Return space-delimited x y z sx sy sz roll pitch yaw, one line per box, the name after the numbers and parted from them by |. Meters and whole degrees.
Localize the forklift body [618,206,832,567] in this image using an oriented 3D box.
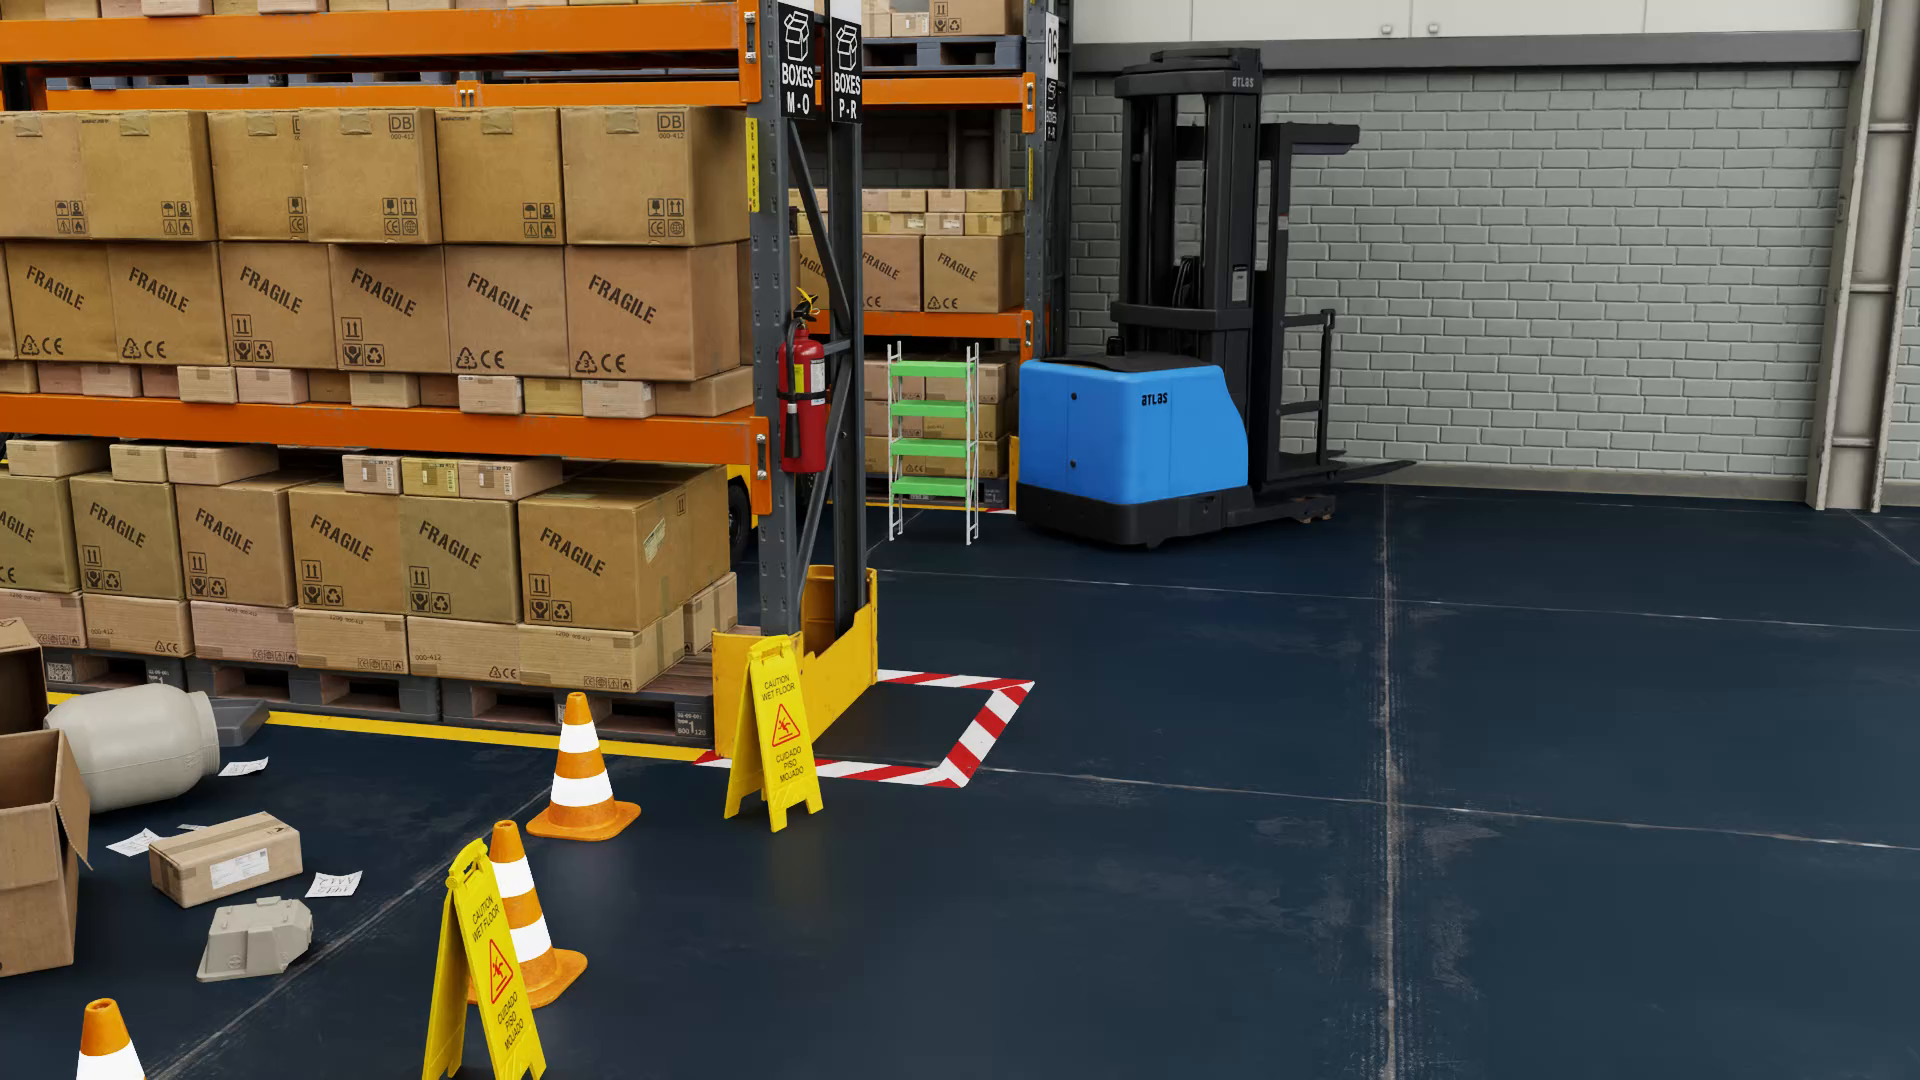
-1.679 -1.076 10.120 1.214 2.155 2.313 3 13 14 | forklift body

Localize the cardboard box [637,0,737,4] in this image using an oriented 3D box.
-1.000 -2.033 6.129 0.250 0.149 0.380 3 13 14 | cardboard box

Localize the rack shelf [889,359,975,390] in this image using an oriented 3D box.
-0.161 -1.001 10.052 0.480 0.148 0.258 3 13 14 | rack shelf

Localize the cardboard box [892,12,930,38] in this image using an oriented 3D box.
-0.278 -3.351 10.865 0.250 0.149 0.380 3 13 12 | cardboard box

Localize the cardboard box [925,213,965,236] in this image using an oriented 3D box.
-0.060 -2.108 11.080 0.250 0.149 0.380 3 13 14 | cardboard box

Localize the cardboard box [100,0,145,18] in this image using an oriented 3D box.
-3.228 -2.161 6.704 0.250 0.149 0.380 3 13 12 | cardboard box

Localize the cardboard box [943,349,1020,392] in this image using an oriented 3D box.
0.178 -1.192 11.749 0.500 0.250 0.500 3 13 13 | cardboard box

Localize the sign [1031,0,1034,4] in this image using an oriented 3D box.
0.456 -3.521 10.390 0.005 0.325 0.100 3 13 14 | sign

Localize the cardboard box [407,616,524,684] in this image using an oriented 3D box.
-1.937 0.391 6.923 0.500 0.250 0.500 3 13 14 | cardboard box

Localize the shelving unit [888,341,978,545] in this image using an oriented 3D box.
-0.161 -0.594 10.142 0.503 1.200 0.258 3 13 14 | shelving unit

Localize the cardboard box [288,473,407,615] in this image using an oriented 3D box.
-2.422 -0.002 6.963 0.500 0.500 0.500 3 13 12 | cardboard box

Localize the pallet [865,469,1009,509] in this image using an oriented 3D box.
-0.153 -0.446 11.755 1.213 0.211 1.003 3 13 14 | pallet

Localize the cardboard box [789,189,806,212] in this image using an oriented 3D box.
-1.062 -2.306 11.288 0.250 0.149 0.380 3 13 15 | cardboard box

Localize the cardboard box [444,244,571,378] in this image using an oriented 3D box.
-1.664 -0.923 6.552 0.500 0.500 0.500 3 13 14 | cardboard box

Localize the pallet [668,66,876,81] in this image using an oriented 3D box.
-1.269 -3.302 11.471 1.213 0.211 1.003 3 13 14 | pallet

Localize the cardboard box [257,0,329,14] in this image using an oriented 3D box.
-2.502 -2.104 6.446 0.250 0.149 0.380 3 13 13 | cardboard box

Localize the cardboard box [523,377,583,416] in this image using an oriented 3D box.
-1.517 -0.591 6.554 0.250 0.149 0.380 3 13 13 | cardboard box

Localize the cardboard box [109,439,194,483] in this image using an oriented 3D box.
-3.355 -0.352 7.046 0.250 0.149 0.380 4 13 16 | cardboard box

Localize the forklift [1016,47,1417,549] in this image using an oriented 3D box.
1.821 -1.614 10.742 3.031 2.935 1.130 -10 16 -37 | forklift

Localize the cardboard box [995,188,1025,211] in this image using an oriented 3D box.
0.324 -2.349 11.481 0.250 0.149 0.380 3 13 12 | cardboard box

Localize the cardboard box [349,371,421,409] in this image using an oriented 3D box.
-2.259 -0.635 6.753 0.250 0.149 0.380 3 13 13 | cardboard box

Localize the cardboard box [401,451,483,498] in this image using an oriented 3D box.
-2.042 -0.283 6.733 0.250 0.149 0.380 3 13 14 | cardboard box

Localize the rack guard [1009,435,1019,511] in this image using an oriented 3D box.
0.623 -0.554 11.579 0.348 0.500 1.175 3 13 14 | rack guard

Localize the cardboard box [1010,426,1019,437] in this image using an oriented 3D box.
0.169 -0.705 11.866 0.500 0.250 0.500 3 13 14 | cardboard box

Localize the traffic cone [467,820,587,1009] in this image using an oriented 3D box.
-1.249 1.006 4.629 0.334 0.463 0.336 3 13 14 | traffic cone

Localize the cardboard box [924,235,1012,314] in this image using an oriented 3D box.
0.059 -1.795 11.169 0.500 0.500 0.500 3 13 12 | cardboard box

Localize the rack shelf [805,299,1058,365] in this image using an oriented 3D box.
-1.342 -1.529 11.859 4.000 0.370 1.077 3 13 14 | rack shelf

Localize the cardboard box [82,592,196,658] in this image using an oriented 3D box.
-3.441 0.310 7.288 0.500 0.250 0.500 4 13 17 | cardboard box

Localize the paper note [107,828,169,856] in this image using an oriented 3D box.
-2.770 1.017 5.606 0.142 0.019 0.148 8 15 33 | paper note

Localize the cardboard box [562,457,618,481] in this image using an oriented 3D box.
-1.835 -0.088 7.353 0.500 0.500 0.500 3 13 11 | cardboard box

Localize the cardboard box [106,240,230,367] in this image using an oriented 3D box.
-3.132 -1.002 6.908 0.500 0.500 0.500 3 13 13 | cardboard box

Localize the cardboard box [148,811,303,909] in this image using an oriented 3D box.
-2.342 1.017 5.308 0.250 0.149 0.380 12 17 43 | cardboard box

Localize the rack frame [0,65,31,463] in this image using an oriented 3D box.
-4.470 -0.940 7.543 0.127 3.000 1.000 3 13 14 | rack frame

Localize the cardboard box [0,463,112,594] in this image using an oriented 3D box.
-3.962 -0.081 7.321 0.500 0.500 0.500 4 13 16 | cardboard box

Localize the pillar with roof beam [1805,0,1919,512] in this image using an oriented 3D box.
4.933 -3.714 6.197 0.400 9.000 9.100 3 13 14 | pillar with roof beam

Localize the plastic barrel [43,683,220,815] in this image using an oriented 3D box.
-2.954 0.737 5.935 0.512 0.421 0.421 -9 15 -35 | plastic barrel

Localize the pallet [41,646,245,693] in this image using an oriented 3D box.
-3.809 0.449 7.722 1.213 0.211 1.003 3 13 14 | pallet

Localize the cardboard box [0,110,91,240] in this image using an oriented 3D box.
-3.604 -1.522 6.944 0.500 0.500 0.700 3 13 14 | cardboard box

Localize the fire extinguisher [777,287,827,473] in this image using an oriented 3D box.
-0.586 -0.591 6.153 0.183 0.674 0.296 3 13 14 | fire extinguisher

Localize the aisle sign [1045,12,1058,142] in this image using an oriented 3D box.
0.593 -2.980 10.738 0.004 0.787 0.394 3 13 14 | aisle sign

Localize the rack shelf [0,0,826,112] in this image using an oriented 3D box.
-2.528 -1.949 6.829 4.000 0.370 1.077 3 13 14 | rack shelf

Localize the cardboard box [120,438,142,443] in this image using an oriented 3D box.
-3.831 -0.194 7.831 0.500 0.500 0.500 3 13 13 | cardboard box

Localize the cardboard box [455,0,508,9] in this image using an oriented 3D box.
-1.729 -2.088 6.372 0.250 0.149 0.380 3 13 14 | cardboard box

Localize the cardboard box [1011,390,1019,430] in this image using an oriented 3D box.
0.193 -0.951 11.818 0.500 0.250 0.500 3 13 15 | cardboard box

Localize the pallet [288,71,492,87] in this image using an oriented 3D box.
-4.144 -3.398 12.139 1.217 0.209 0.805 3 13 11 | pallet

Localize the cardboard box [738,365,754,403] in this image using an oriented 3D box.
-0.867 -0.671 6.911 0.250 0.149 0.380 3 13 14 | cardboard box

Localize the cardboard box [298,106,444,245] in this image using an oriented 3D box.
-2.144 -1.427 6.516 0.500 0.500 0.700 3 13 13 | cardboard box

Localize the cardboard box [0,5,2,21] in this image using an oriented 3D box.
-3.986 -2.188 6.824 0.250 0.149 0.380 3 13 14 | cardboard box

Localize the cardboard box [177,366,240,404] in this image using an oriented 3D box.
-3.001 -0.665 6.885 0.250 0.149 0.380 3 13 14 | cardboard box

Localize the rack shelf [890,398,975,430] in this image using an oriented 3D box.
-0.161 -0.766 10.104 0.480 0.148 0.258 3 13 14 | rack shelf

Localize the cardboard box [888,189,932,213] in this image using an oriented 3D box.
-0.306 -2.275 11.148 0.250 0.149 0.380 3 13 15 | cardboard box

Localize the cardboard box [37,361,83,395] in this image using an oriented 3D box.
-3.718 -0.724 7.150 0.250 0.149 0.380 3 13 13 | cardboard box

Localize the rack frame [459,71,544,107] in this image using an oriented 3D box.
-3.284 -1.984 12.249 0.127 3.000 1.000 3 13 14 | rack frame

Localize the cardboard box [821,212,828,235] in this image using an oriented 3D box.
-0.805 -2.153 11.285 0.250 0.149 0.380 3 13 12 | cardboard box

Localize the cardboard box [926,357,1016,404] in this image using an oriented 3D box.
0.077 -1.085 11.270 0.500 0.250 0.500 4 13 15 | cardboard box
